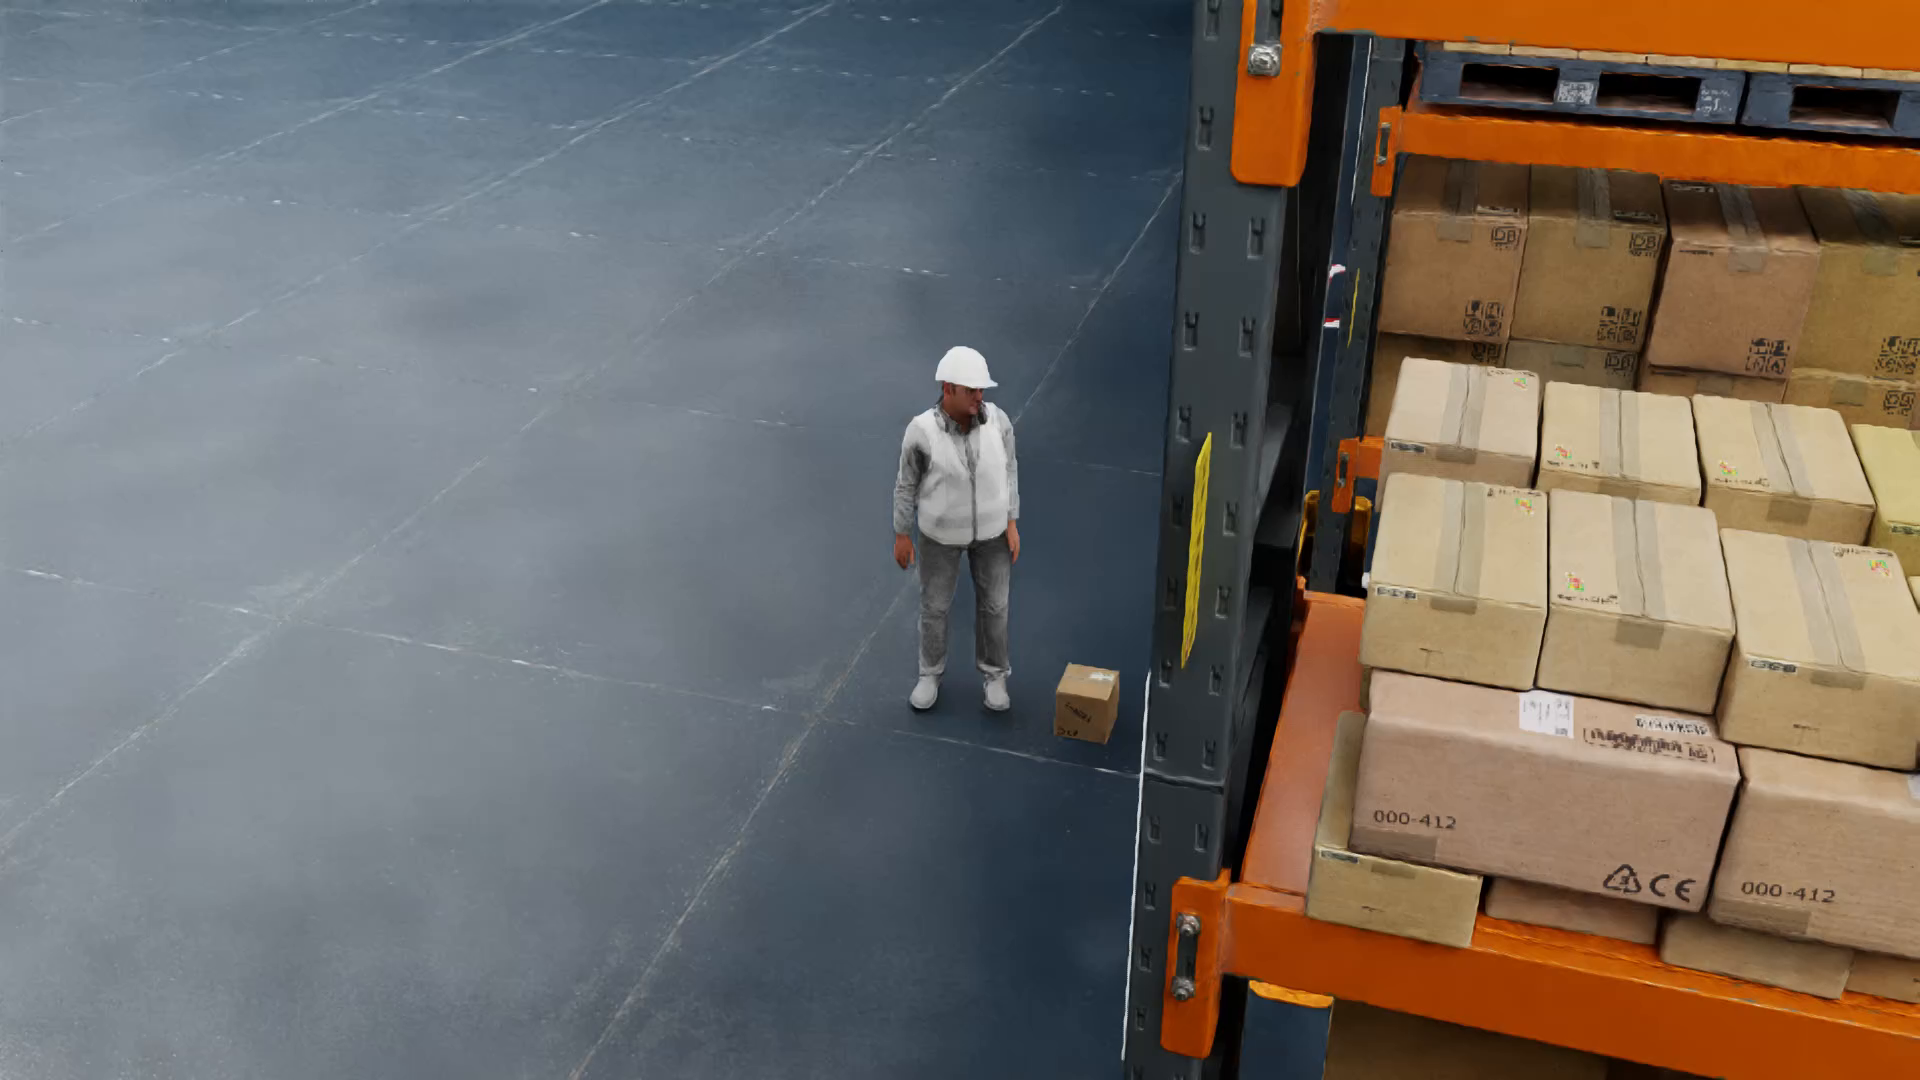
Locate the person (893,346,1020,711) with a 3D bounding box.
[{"bbox_3d":[0.003,-0.016,7.590,0.582,1.774,0.516,-8,30,-15],"label":"person"}]
